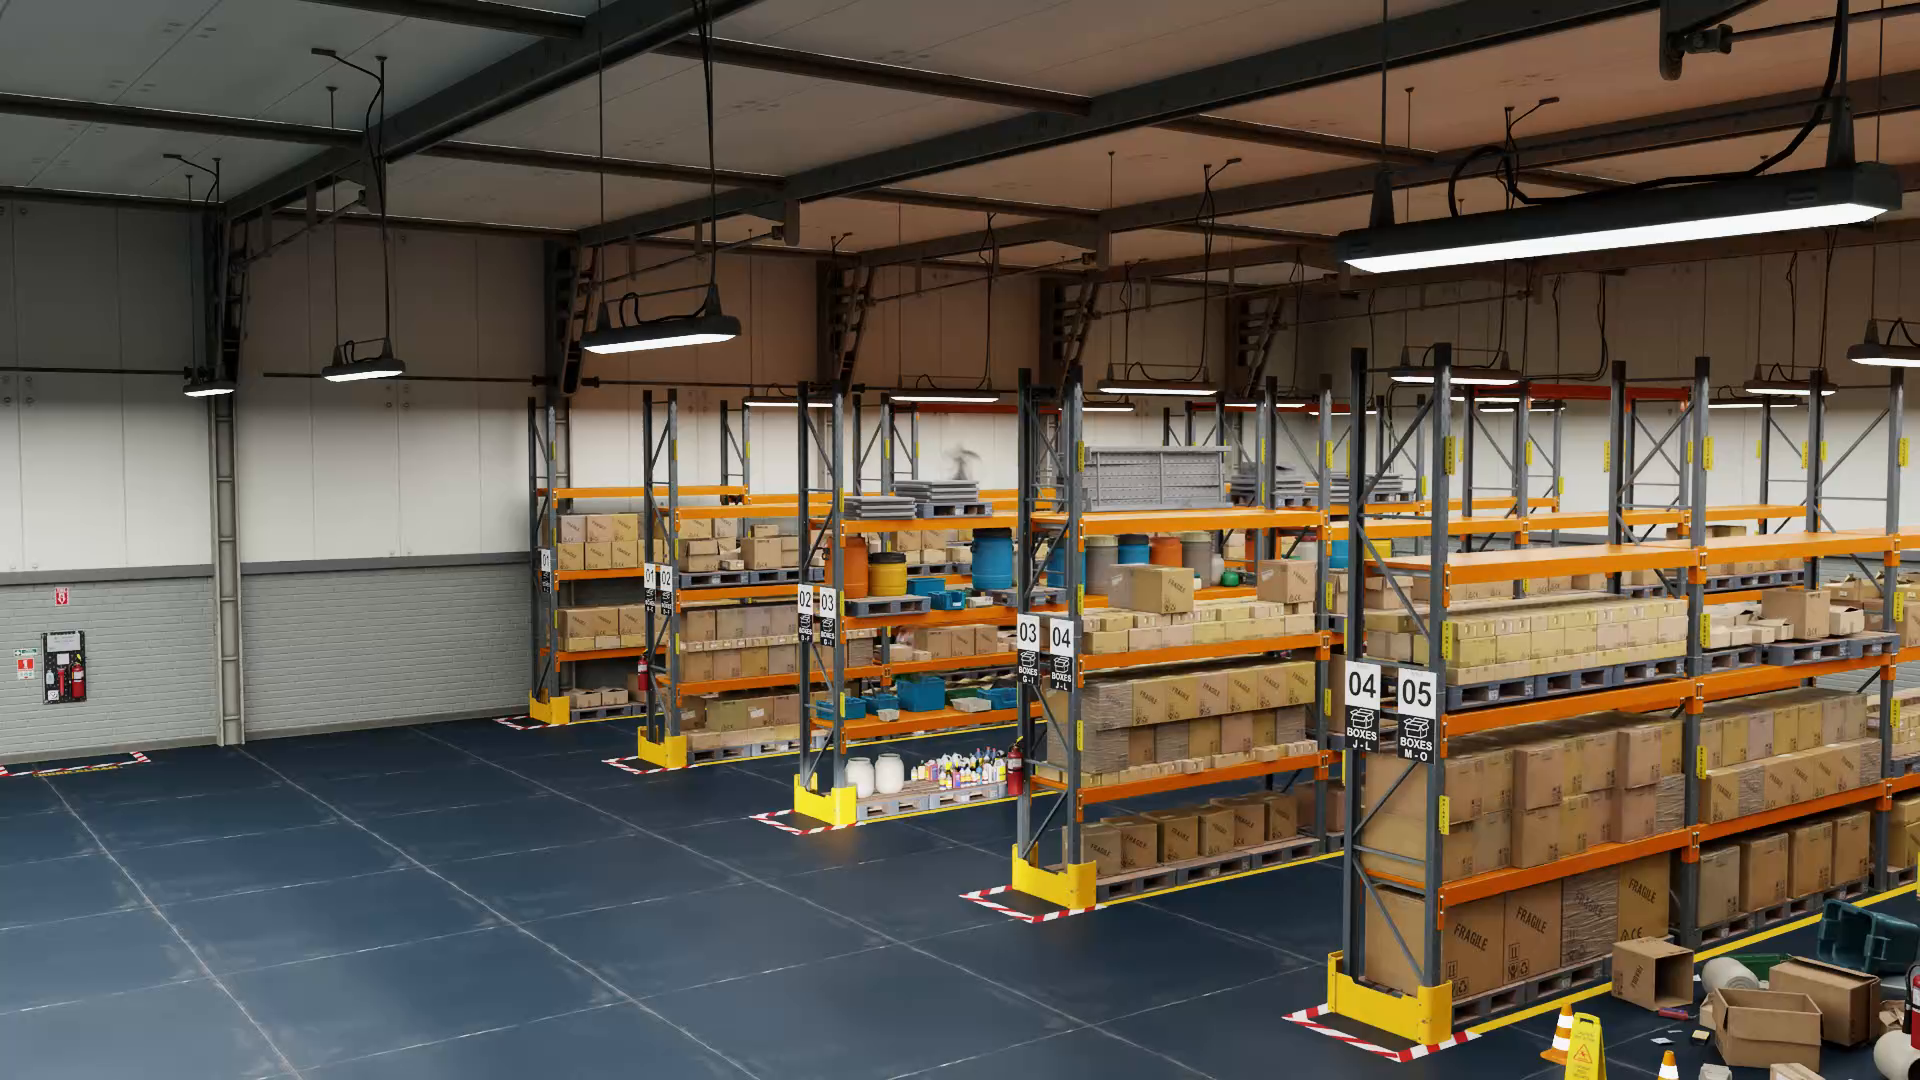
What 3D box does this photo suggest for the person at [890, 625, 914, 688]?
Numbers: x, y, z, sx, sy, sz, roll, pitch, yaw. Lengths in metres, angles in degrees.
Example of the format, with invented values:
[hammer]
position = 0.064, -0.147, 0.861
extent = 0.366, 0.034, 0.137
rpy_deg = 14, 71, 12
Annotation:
[person]
position = -1.078, 2.392, 32.110
extent = 0.837, 1.757, 0.667
rpy_deg = -3, 4, -40
